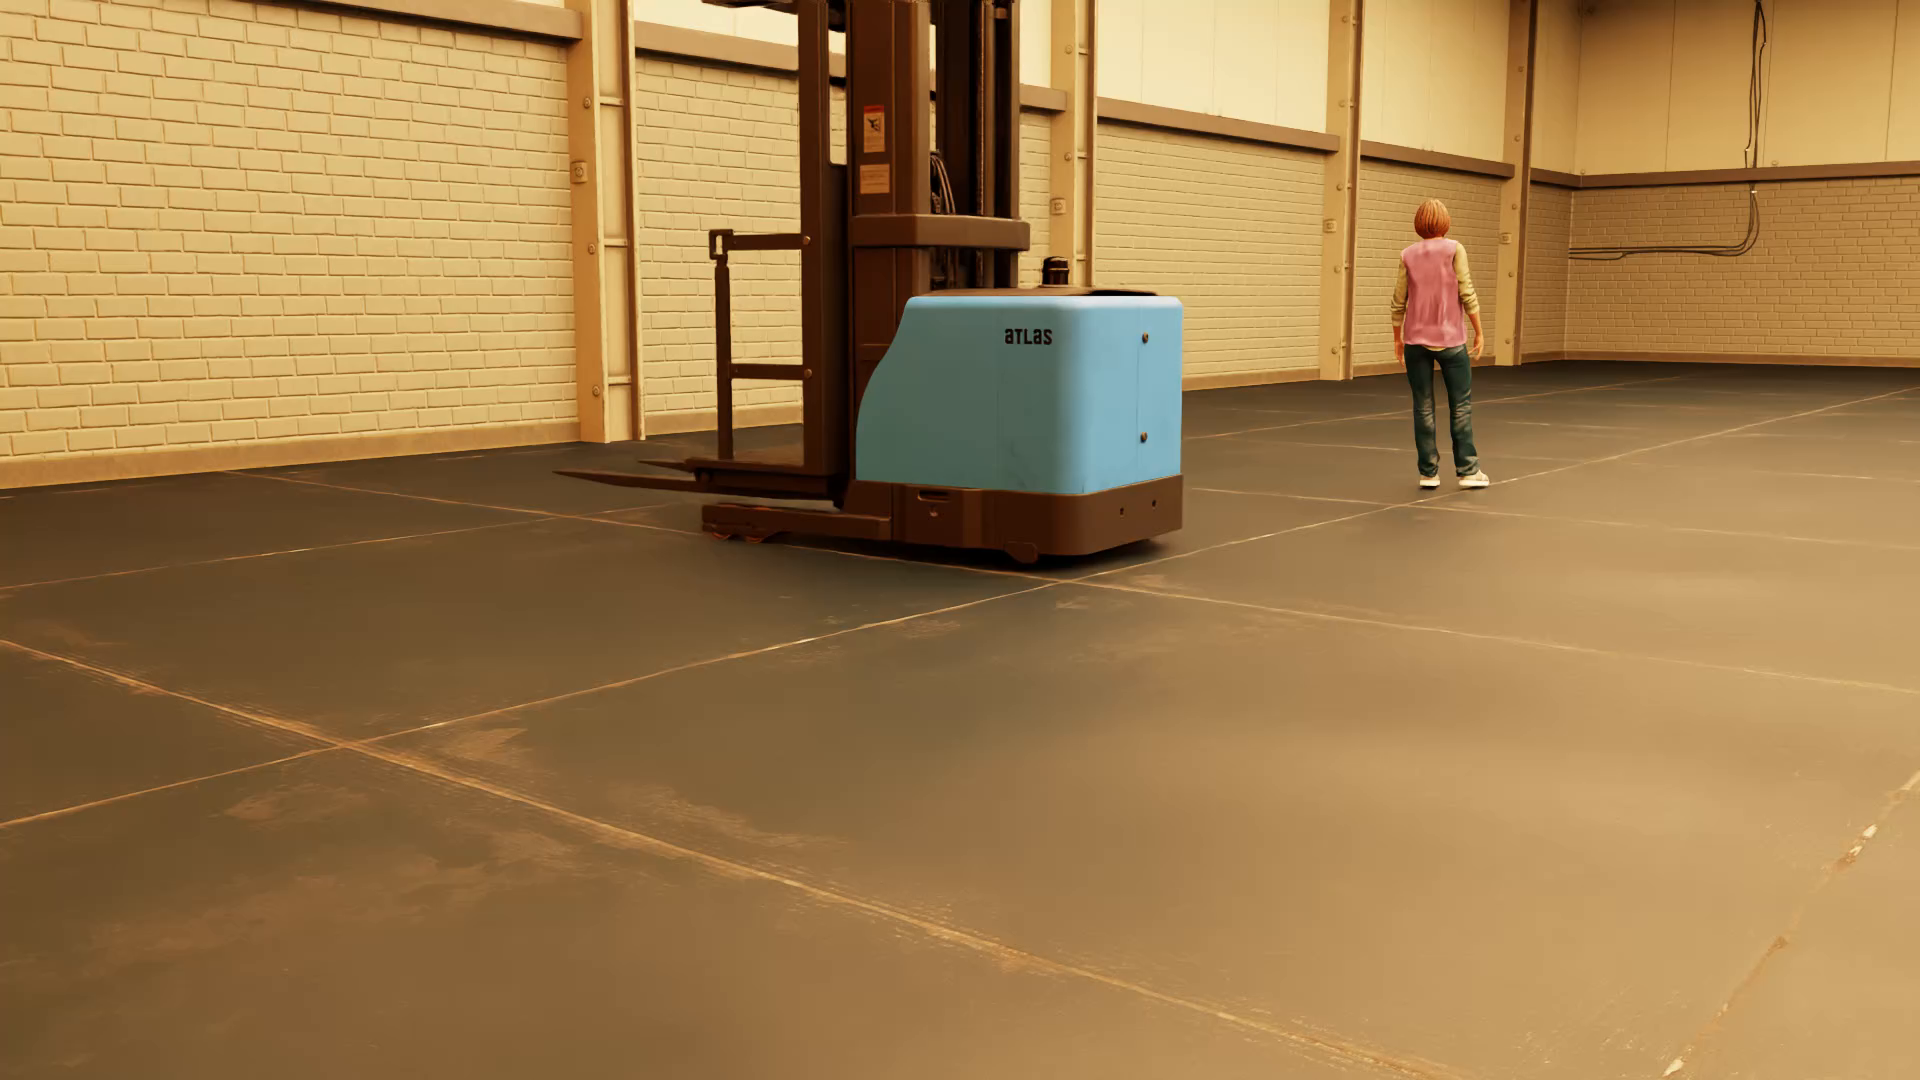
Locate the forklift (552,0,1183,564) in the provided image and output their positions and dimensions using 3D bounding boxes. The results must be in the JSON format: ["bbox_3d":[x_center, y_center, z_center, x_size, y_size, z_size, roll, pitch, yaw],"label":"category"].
[{"bbox_3d":[-0.549,-1.491,7.474,3.031,2.935,1.130,5,10,32],"label":"forklift"}]

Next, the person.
[{"bbox_3d":[2.692,-1.094,9.312,0.520,1.597,0.475,5,10,31],"label":"person"}]
